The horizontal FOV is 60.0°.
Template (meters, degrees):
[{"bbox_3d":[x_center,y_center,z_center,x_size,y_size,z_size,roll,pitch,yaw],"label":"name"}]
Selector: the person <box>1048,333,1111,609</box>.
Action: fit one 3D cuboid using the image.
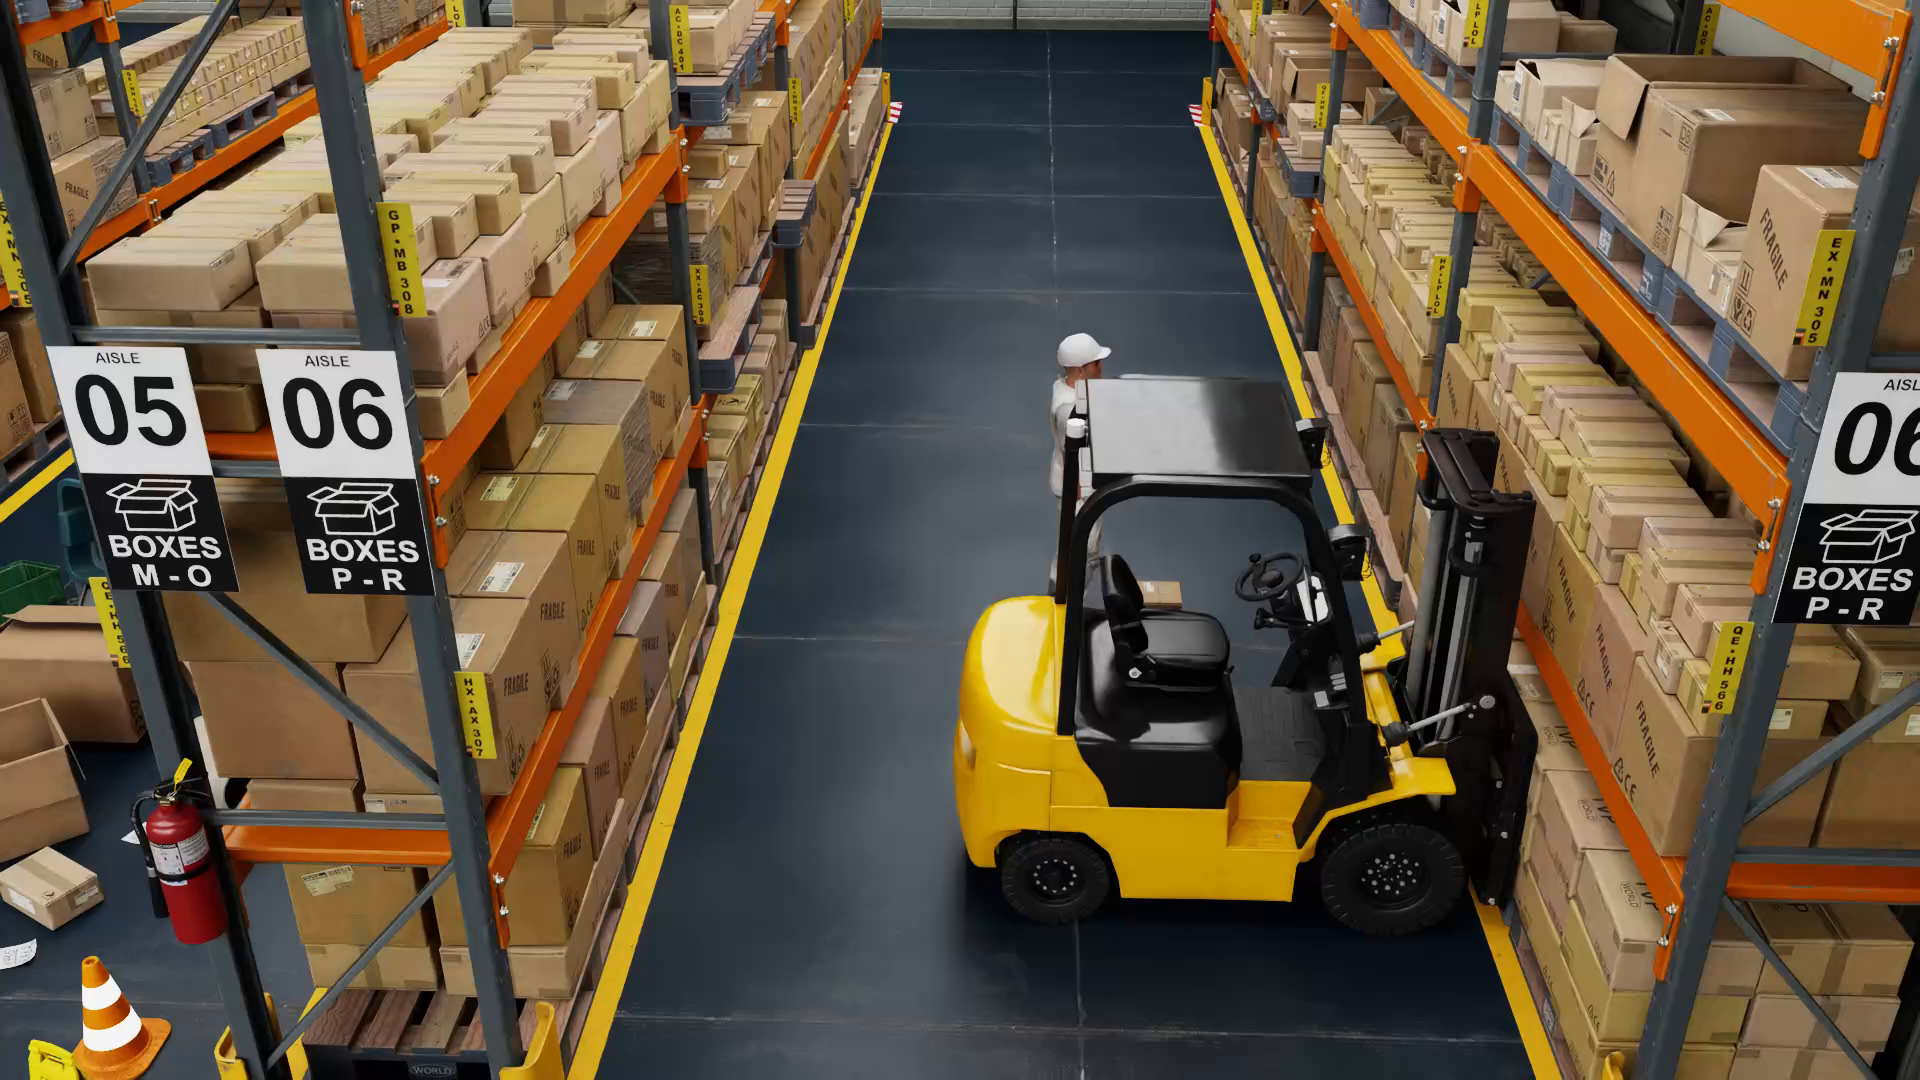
[{"bbox_3d":[0.667,-0.286,9.141,0.370,1.787,0.524,2,28,3],"label":"person"}]
